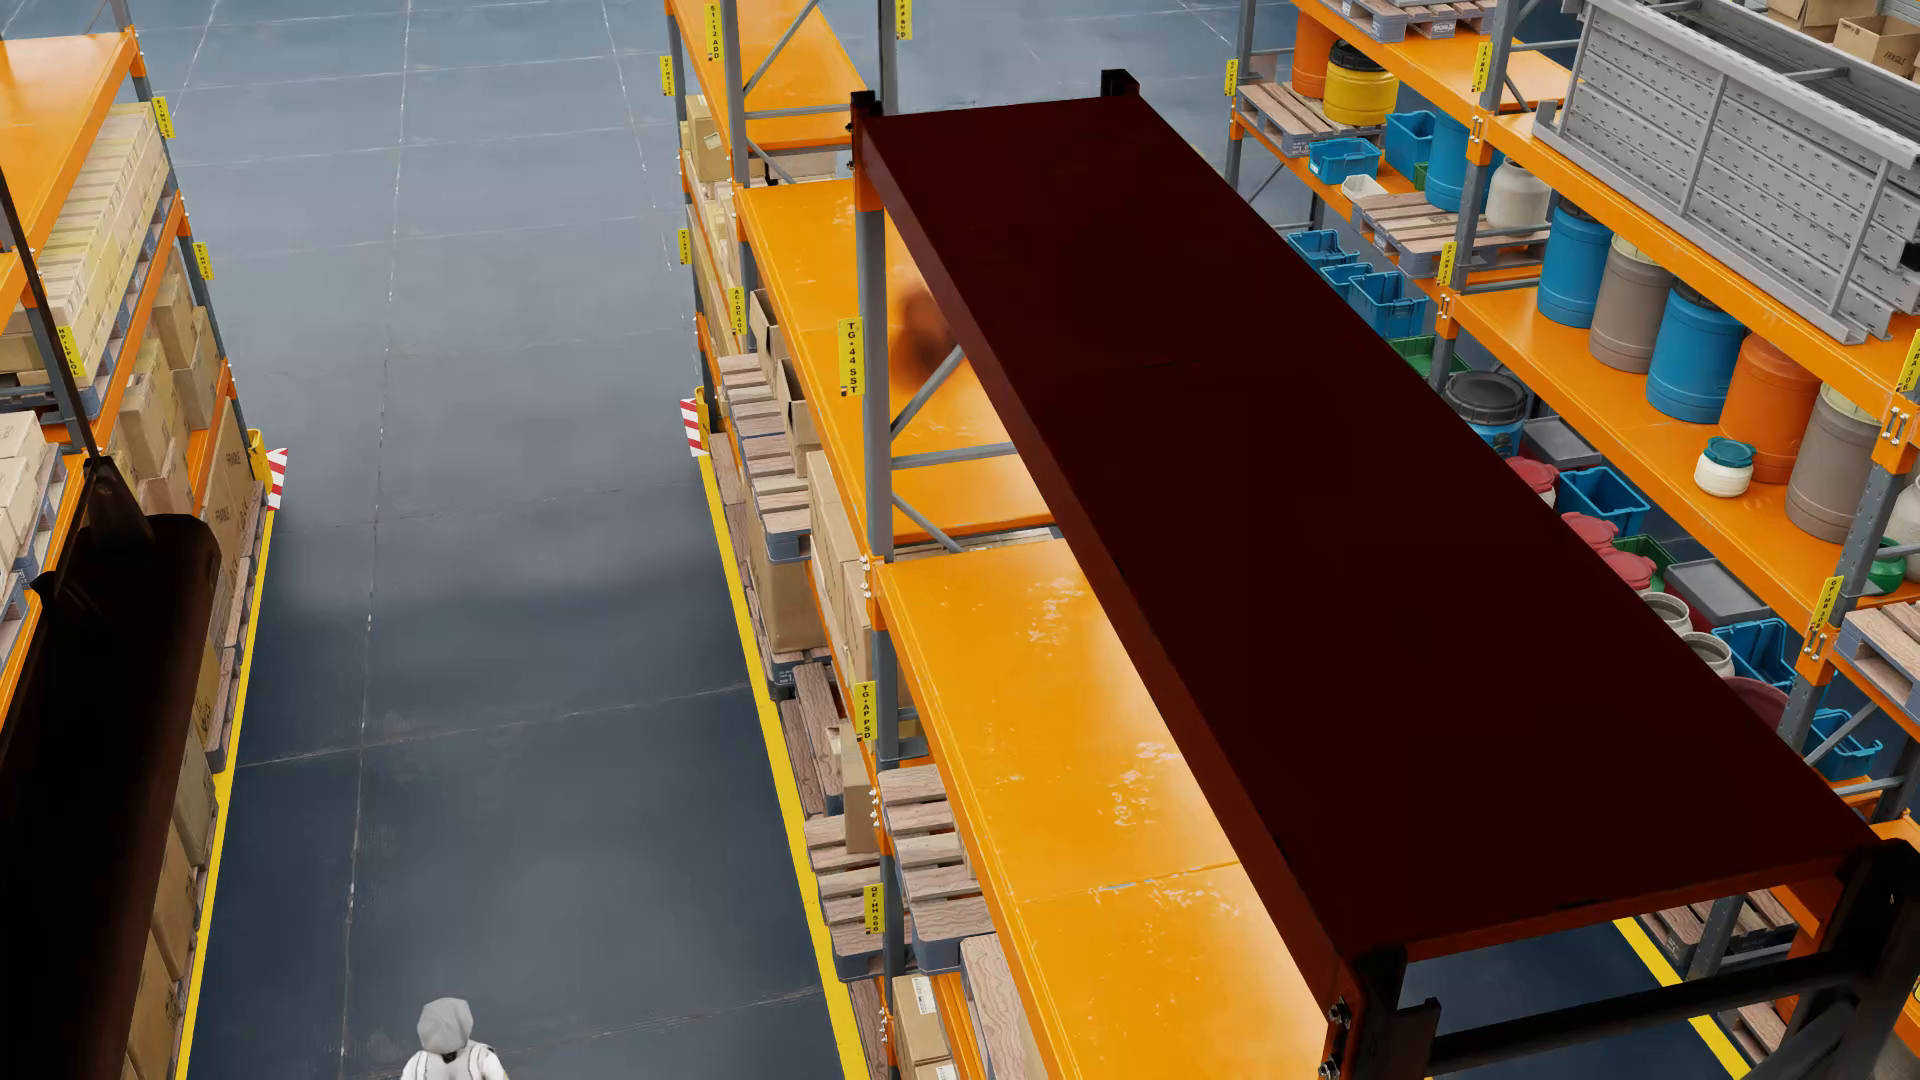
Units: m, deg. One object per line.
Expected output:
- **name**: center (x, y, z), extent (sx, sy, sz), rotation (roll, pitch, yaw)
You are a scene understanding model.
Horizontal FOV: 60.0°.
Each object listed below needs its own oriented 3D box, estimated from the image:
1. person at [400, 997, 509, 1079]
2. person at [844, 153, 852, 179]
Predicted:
- **person**: center (-2.349, 2.841, 7.933), extent (0.610, 1.727, 0.797), rotation (-7, 35, -11)
- **person**: center (-0.911, -3.844, 18.226), extent (0.733, 1.728, 0.729), rotation (10, 36, 15)
